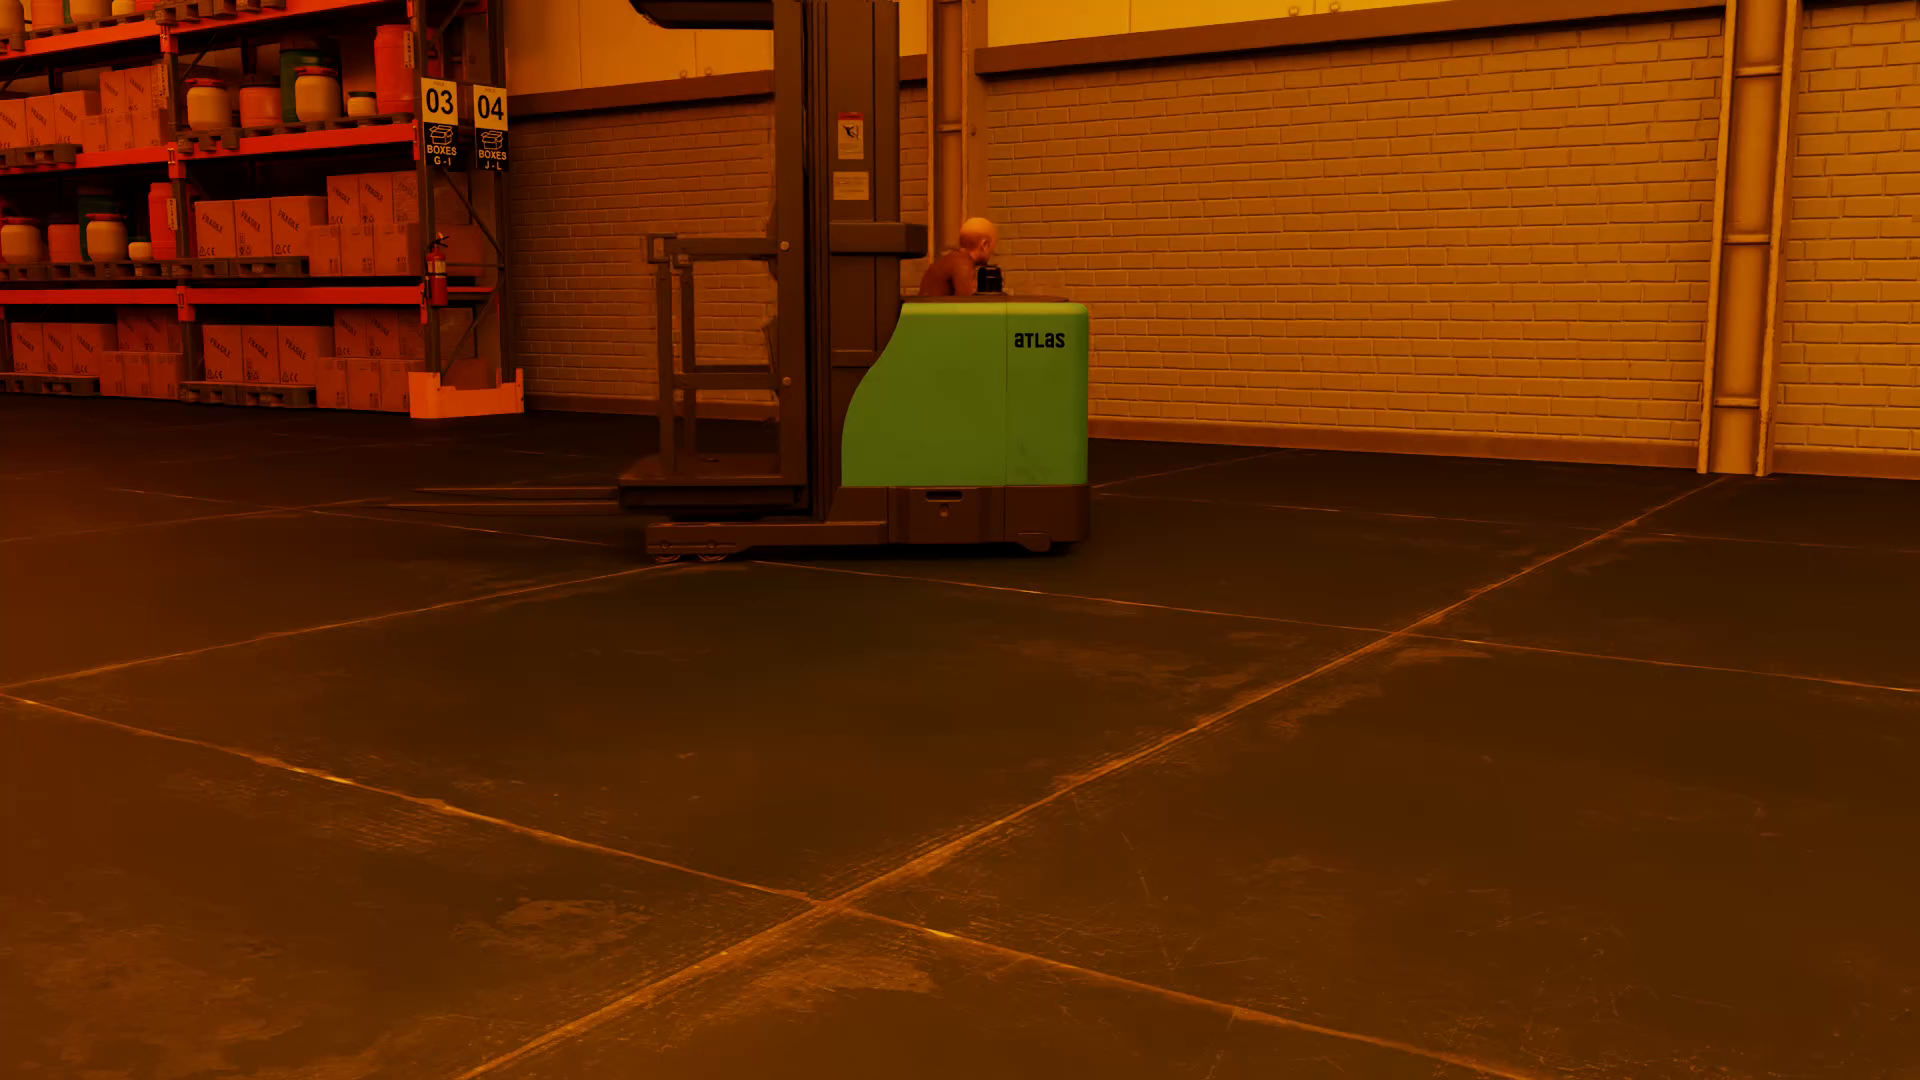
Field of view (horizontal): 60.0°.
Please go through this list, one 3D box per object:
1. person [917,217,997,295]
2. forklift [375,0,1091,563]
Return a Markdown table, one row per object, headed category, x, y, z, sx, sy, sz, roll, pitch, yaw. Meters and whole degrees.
| category | x | y | z | sx | sy | sz | roll | pitch | yaw |
| --- | --- | --- | --- | --- | --- | --- | --- | --- | --- |
| person | 0.189 | -0.933 | 8.772 | 0.949 | 1.529 | 1.245 | -4 | 9 | -24 |
| forklift | -0.981 | -1.433 | 7.270 | 3.031 | 2.935 | 1.130 | -1 | 8 | -4 |
